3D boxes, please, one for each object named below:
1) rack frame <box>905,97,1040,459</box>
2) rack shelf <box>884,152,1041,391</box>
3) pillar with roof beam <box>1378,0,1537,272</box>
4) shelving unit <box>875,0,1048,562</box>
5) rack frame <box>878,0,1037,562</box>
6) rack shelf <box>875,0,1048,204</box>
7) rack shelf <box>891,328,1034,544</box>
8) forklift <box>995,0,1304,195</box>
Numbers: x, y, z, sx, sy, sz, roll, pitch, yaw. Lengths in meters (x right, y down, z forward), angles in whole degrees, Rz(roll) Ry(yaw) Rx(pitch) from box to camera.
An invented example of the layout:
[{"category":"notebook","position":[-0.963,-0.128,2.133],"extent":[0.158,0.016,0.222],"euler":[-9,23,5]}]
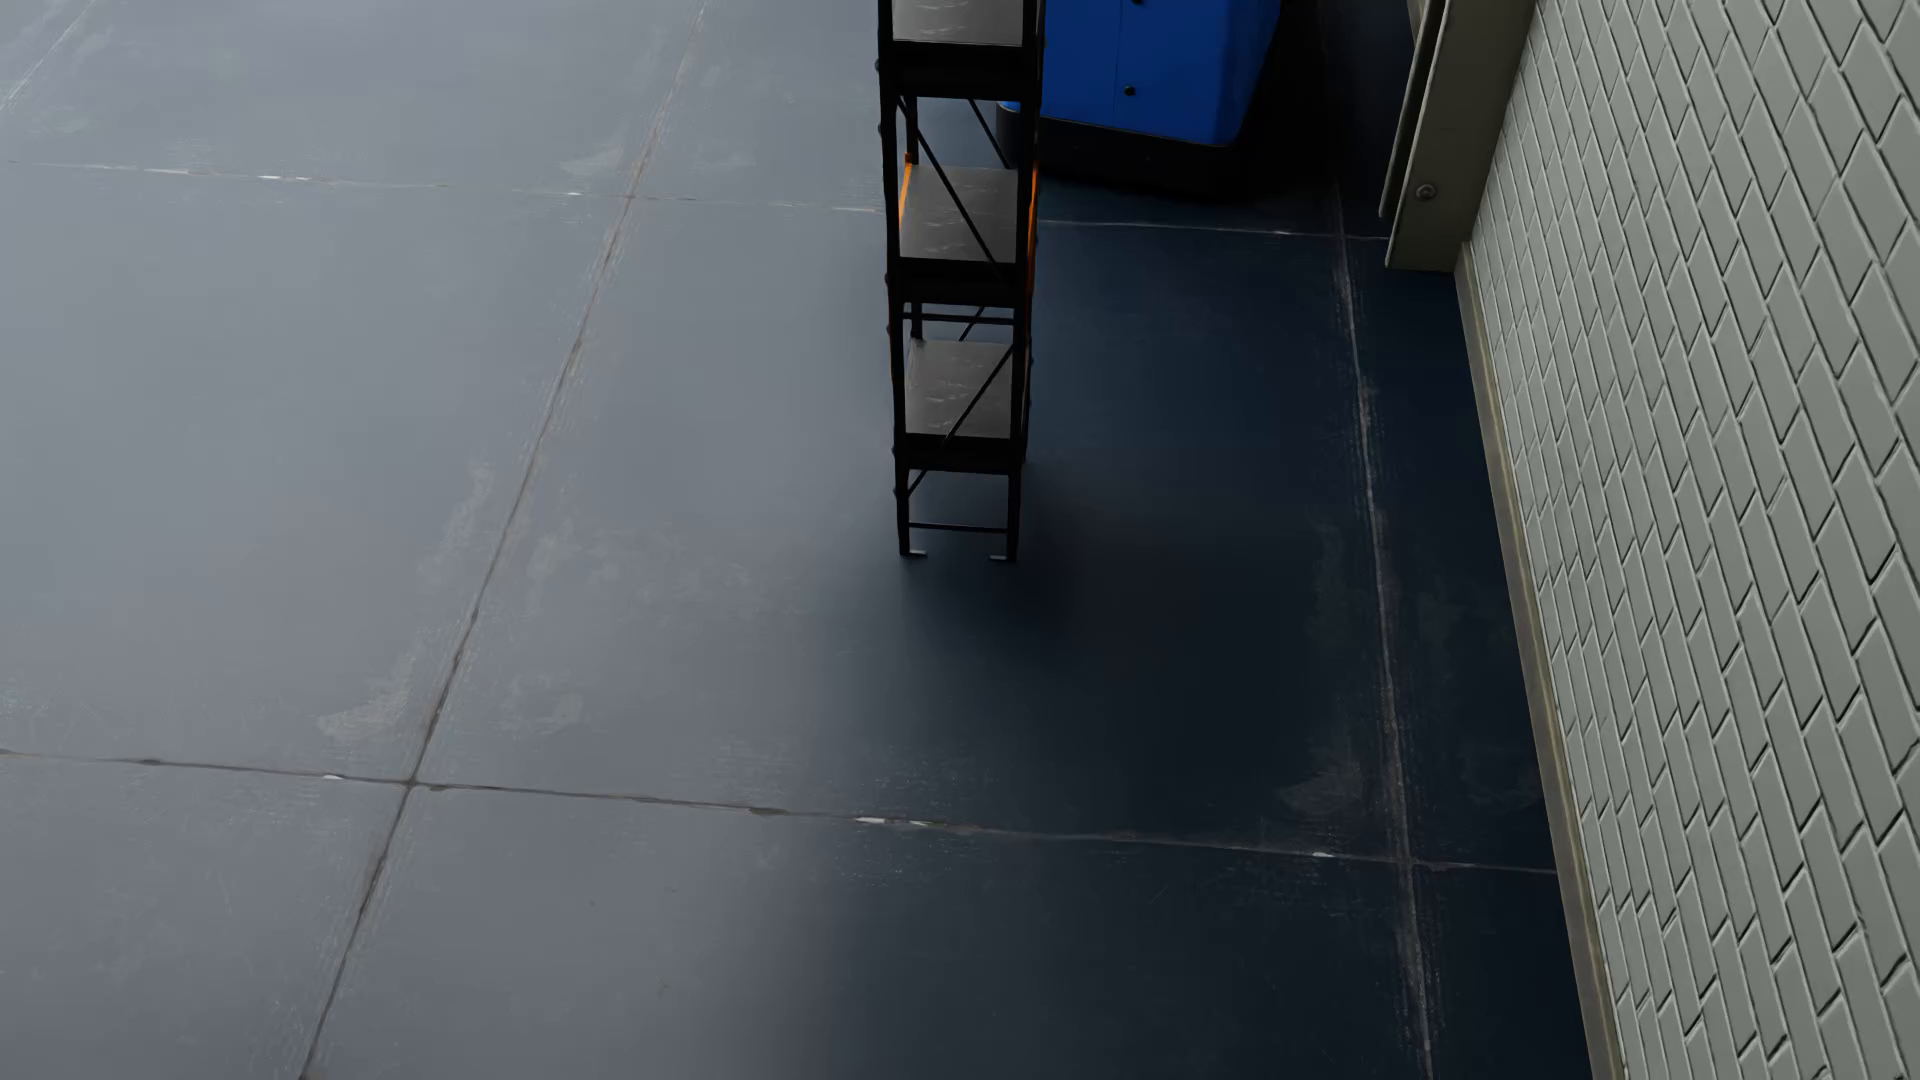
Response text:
[{"category":"rack frame","position":[0.037,-1.010,5.250],"extent":[0.400,2.100,0.015],"euler":[4,48,4]},{"category":"rack shelf","position":[0.015,-0.821,5.097],"extent":[0.431,0.518,0.480],"euler":[4,48,4]},{"category":"pillar with roof beam","position":[-2.383,-4.566,3.828],"extent":[9.100,9.000,0.400],"euler":[4,48,4]},{"category":"shelving unit","position":[0.015,-0.830,5.086],"extent":[0.431,2.100,0.503],"euler":[4,48,4]},{"category":"rack frame","position":[-0.007,-0.651,4.922],"extent":[0.400,2.100,0.015],"euler":[4,48,4]},{"category":"rack shelf","position":[0.015,-1.294,4.580],"extent":[0.431,0.518,0.480],"euler":[4,48,4]},{"category":"rack shelf","position":[0.015,-0.349,5.613],"extent":[0.431,0.518,0.480],"euler":[4,48,4]},{"category":"forklift","position":[1.077,-3.547,7.008],"extent":[1.130,2.935,3.031],"euler":[13,49,12]}]
